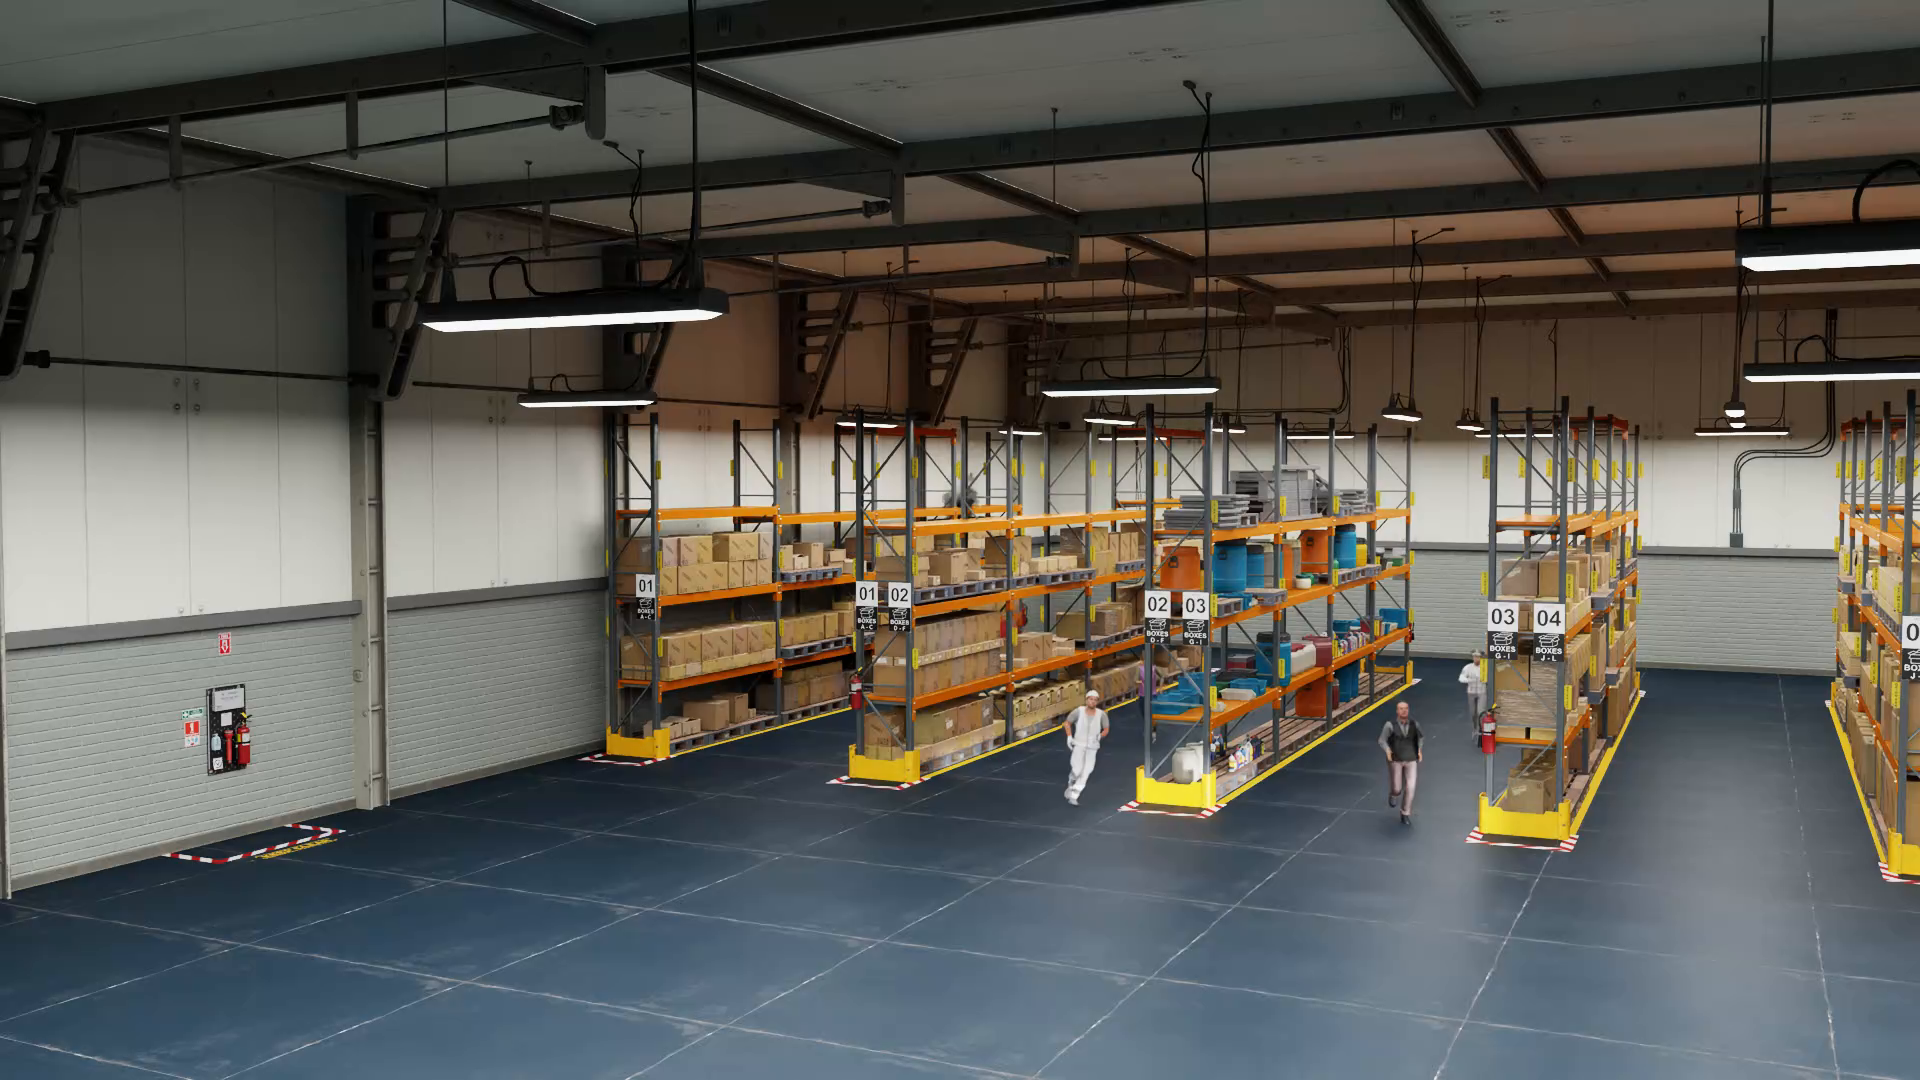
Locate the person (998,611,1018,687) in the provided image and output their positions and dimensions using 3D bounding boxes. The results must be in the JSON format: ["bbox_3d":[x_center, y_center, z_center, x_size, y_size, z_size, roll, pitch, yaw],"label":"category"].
[{"bbox_3d":[1.018,2.512,38.324,0.636,1.723,0.703,1,2,15],"label":"person"}]

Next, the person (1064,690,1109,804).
[{"bbox_3d":[1.907,3.102,24.821,0.662,1.715,0.548,0,2,-3],"label":"person"}]

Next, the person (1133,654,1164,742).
[{"bbox_3d":[3.485,2.909,30.809,0.520,1.643,0.699,1,3,18],"label":"person"}]

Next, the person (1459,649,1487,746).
[{"bbox_3d":[9.500,2.863,30.557,0.612,1.742,0.805,1,3,26],"label":"person"}]

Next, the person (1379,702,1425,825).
[{"bbox_3d":[6.329,3.165,23.784,0.675,1.696,0.738,0,2,4],"label":"person"}]
